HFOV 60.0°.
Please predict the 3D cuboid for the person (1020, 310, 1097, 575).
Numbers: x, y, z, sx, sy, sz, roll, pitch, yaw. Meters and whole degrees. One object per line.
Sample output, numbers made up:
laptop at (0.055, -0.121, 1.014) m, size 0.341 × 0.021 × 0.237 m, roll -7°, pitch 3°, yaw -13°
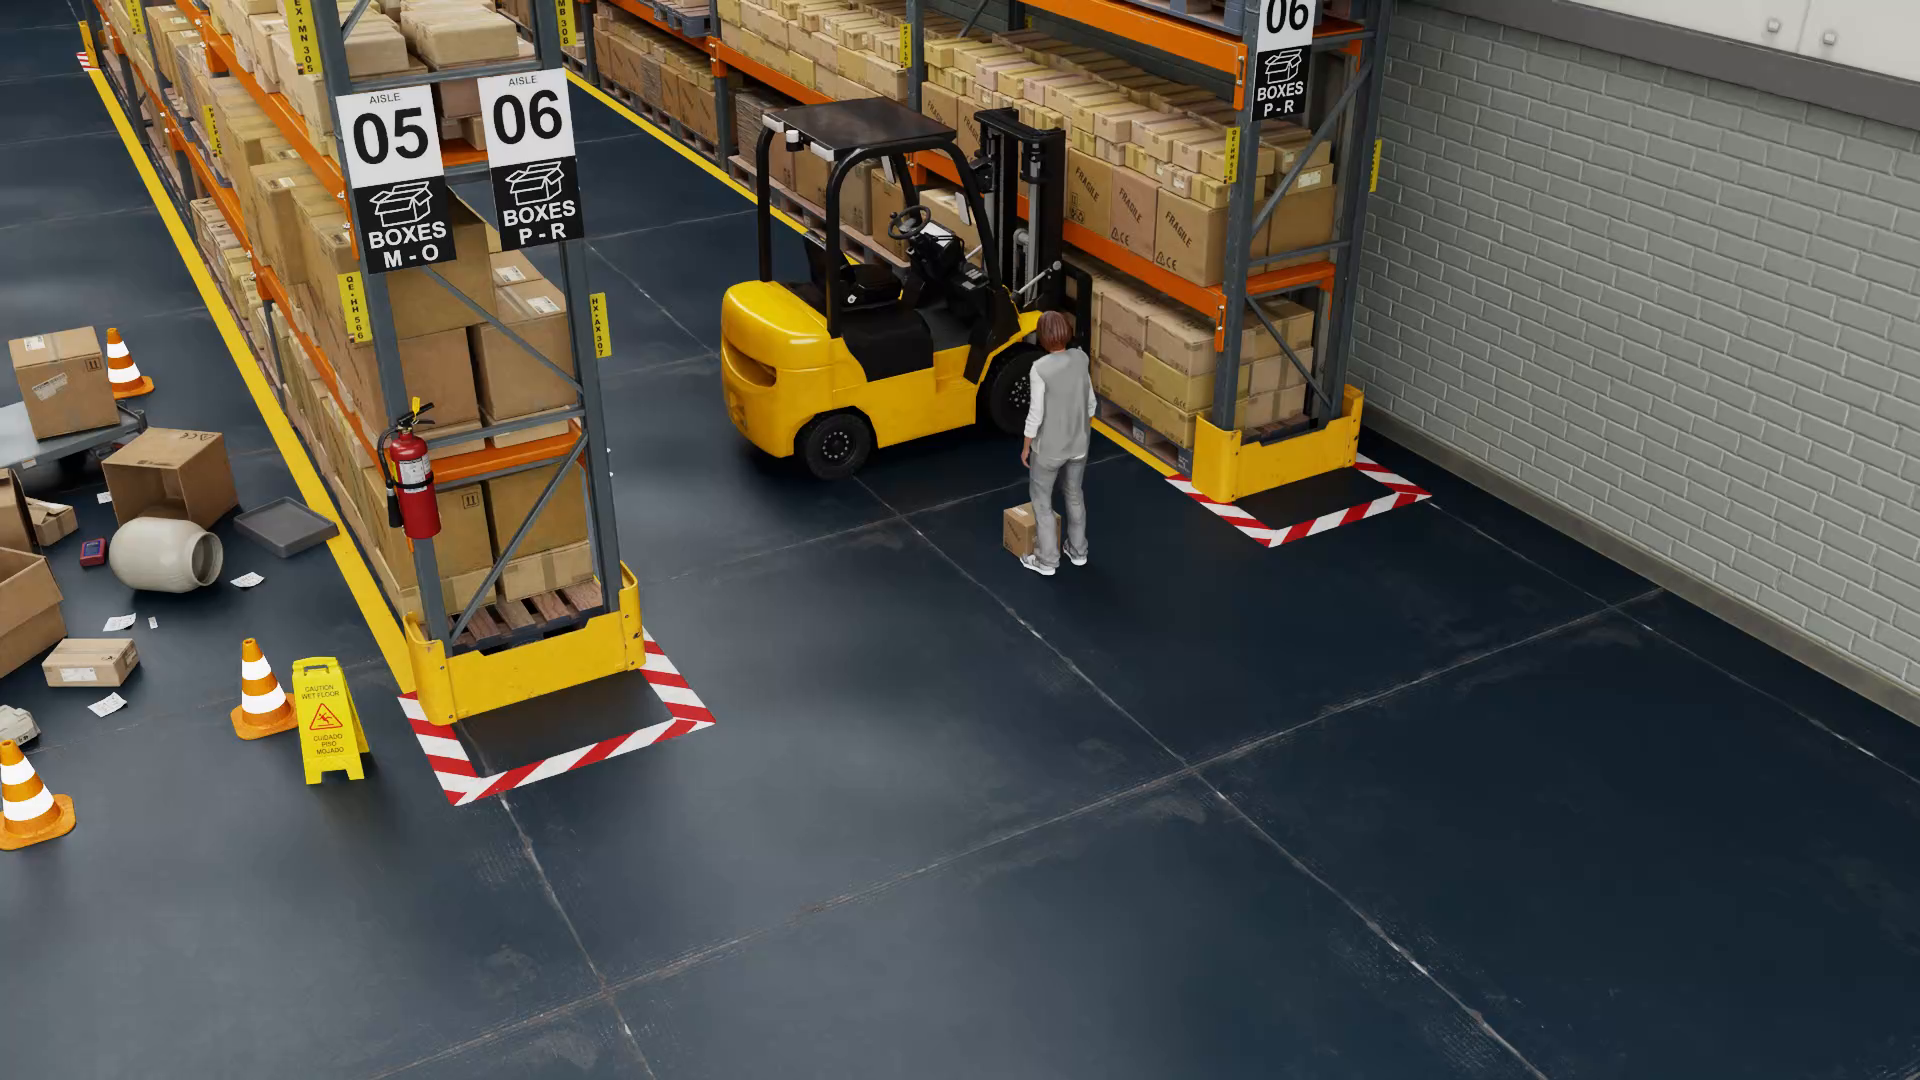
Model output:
person at (0.561, -0.536, 9.522) m, size 0.464 × 1.582 × 0.346 m, roll -16°, pitch 33°, yaw -26°
